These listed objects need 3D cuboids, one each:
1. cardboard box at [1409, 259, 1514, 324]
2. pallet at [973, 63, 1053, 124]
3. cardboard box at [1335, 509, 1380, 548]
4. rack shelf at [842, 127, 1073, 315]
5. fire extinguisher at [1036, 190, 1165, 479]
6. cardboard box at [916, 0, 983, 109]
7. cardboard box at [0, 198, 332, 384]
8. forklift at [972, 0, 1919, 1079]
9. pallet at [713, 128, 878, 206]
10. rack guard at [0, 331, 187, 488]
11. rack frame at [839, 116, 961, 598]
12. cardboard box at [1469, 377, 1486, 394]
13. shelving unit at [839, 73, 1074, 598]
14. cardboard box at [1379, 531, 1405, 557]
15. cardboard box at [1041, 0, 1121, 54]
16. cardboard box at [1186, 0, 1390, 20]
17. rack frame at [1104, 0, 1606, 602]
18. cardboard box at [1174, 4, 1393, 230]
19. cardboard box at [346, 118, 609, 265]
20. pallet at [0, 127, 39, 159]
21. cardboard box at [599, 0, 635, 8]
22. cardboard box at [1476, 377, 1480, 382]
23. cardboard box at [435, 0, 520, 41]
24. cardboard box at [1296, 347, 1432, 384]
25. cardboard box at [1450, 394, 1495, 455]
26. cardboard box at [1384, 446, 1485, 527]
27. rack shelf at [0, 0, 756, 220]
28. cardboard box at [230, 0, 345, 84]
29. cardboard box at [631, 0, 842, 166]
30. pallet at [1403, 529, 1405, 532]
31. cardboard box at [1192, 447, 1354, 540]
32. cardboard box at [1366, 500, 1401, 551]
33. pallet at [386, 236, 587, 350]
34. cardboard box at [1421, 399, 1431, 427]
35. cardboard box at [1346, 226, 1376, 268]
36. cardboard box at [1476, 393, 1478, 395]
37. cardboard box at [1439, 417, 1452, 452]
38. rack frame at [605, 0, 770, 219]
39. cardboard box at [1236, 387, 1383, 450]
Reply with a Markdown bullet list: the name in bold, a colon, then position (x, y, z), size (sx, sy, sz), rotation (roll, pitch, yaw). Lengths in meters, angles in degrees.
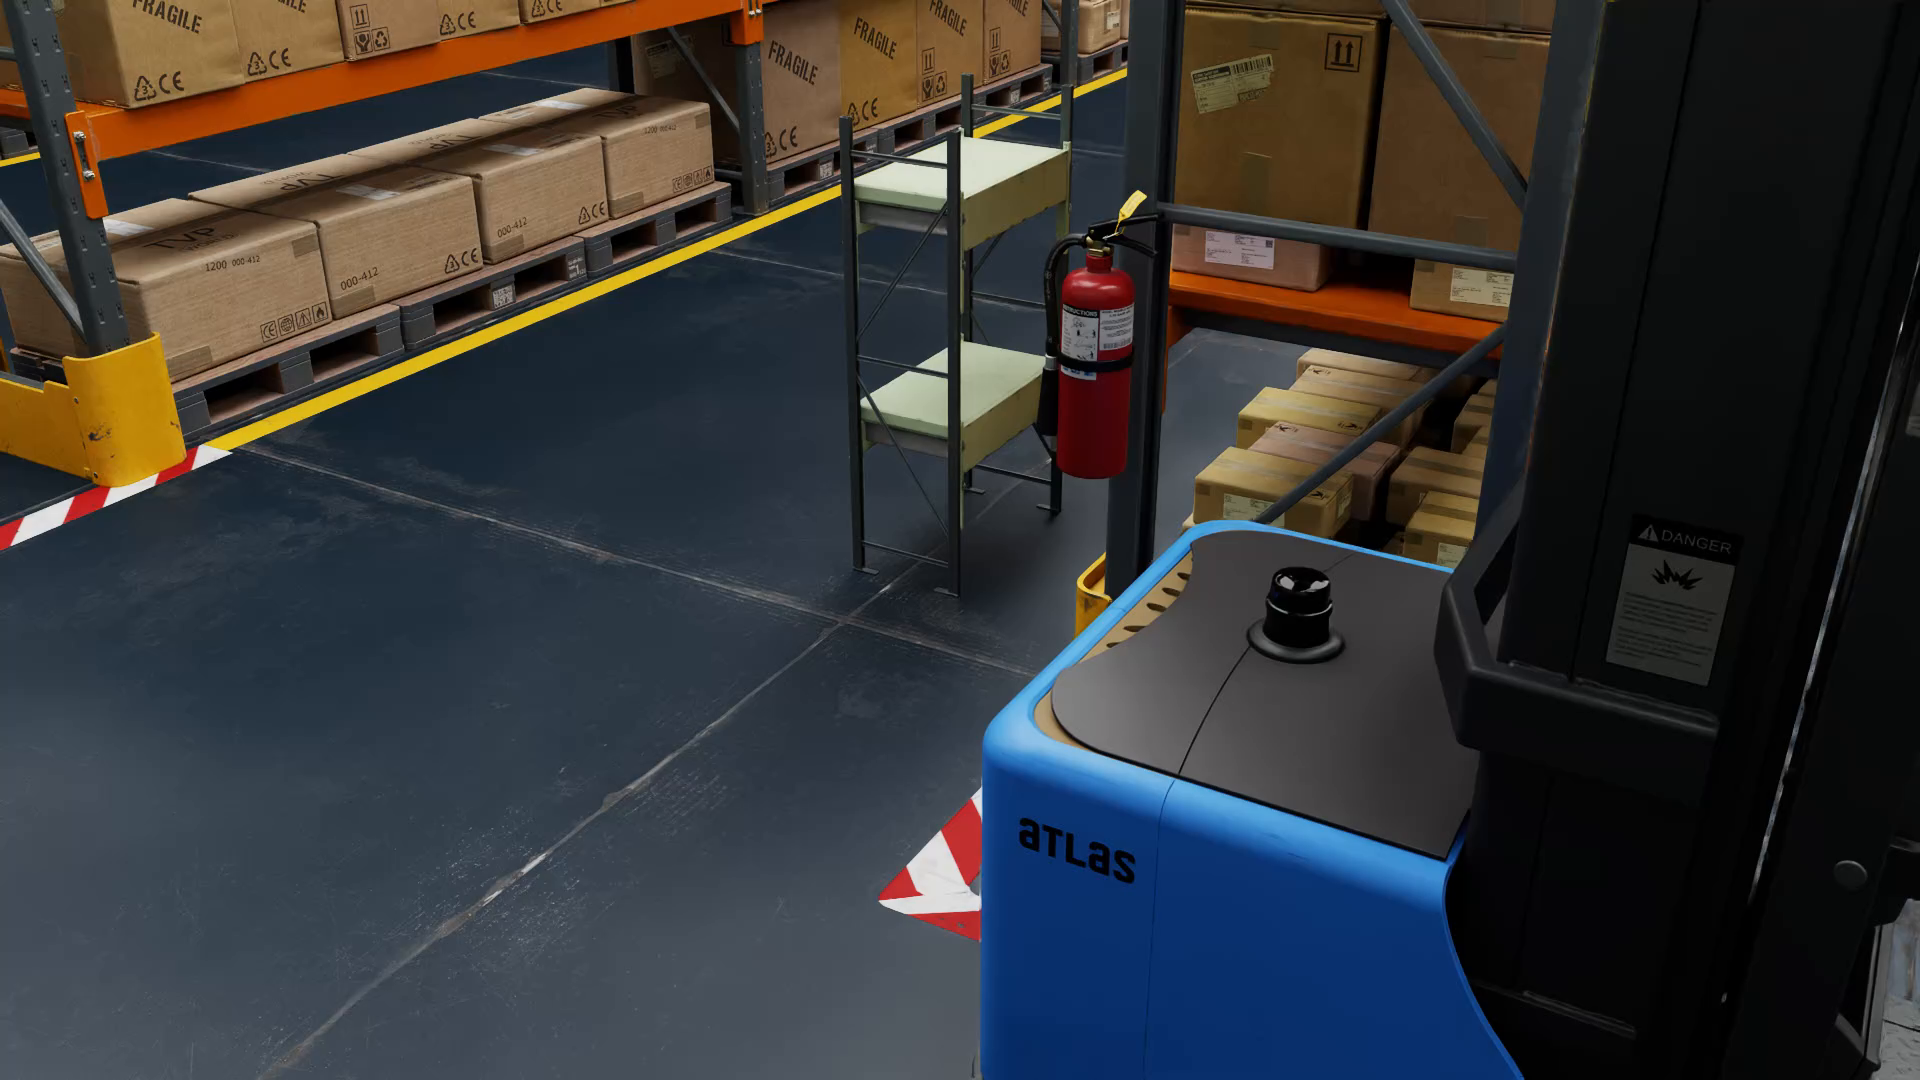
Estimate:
- **cardboard box**: position (1.287, -0.619, 3.916), size (0.380, 0.149, 0.250), rotation (14, 30, 26)
- **pallet**: position (-0.035, -3.308, 12.123), size (1.003, 0.211, 1.213), rotation (14, 30, 26)
- **cardboard box**: position (1.029, -0.082, 4.946), size (0.380, 0.149, 0.250), rotation (13, 30, 25)
- **rack shelf**: position (0.003, -1.022, 5.245), size (0.431, 0.370, 0.720), rotation (14, 30, 26)
- **fire extinguisher**: position (0.317, -0.479, 3.860), size (0.296, 0.674, 0.183), rotation (14, 30, 26)
- **cardboard box**: position (-0.436, -3.486, 11.267), size (0.875, 0.875, 0.875), rotation (15, 30, 27)
- **cardboard box**: position (-3.279, -1.049, 6.888), size (0.875, 0.438, 0.875), rotation (13, 29, 24)
- **forklift**: position (1.557, 0.104, 2.268), size (3.031, 2.935, 1.130), rotation (15, 30, 27)
- **pallet**: position (-1.235, -2.357, 10.223), size (1.003, 0.211, 1.213), rotation (14, 30, 26)
- **rack guard**: position (-3.529, -0.601, 6.392), size (1.175, 0.500, 0.348), rotation (14, 30, 26)
- **rack frame**: position (-0.177, -0.531, 5.135), size (0.400, 1.500, 0.023), rotation (14, 30, 26)
- **cardboard box**: position (1.748, -0.563, 6.240), size (0.380, 0.149, 0.250), rotation (13, 30, 25)
- **shelving unit**: position (0.003, -0.673, 5.419), size (0.431, 1.500, 0.755), rotation (14, 30, 26)
- **cardboard box**: position (1.324, 0.129, 4.525), size (0.380, 0.149, 0.250), rotation (16, 31, 28)
- **cardboard box**: position (0.705, -4.076, 13.009), size (0.950, 0.372, 0.625), rotation (12, 29, 23)
- **cardboard box**: position (0.851, -1.535, 3.905), size (0.500, 0.500, 0.500), rotation (14, 30, 25)
- **rack frame**: position (0.842, -0.677, 3.752), size (1.000, 3.000, 0.127), rotation (14, 30, 26)
- **cardboard box**: position (0.839, -1.087, 4.126), size (0.500, 0.500, 0.500), rotation (15, 30, 27)
- **cardboard box**: position (-2.391, -1.759, 8.306), size (0.875, 0.438, 0.875), rotation (13, 29, 25)
- **pallet**: position (-6.211, -2.864, 11.236), size (1.003, 0.211, 1.213), rotation (14, 30, 26)
- **cardboard box**: position (-1.803, -2.893, 8.066), size (0.500, 0.500, 0.500), rotation (13, 30, 25)
- **cardboard box**: position (1.748, -0.699, 6.179), size (0.380, 0.149, 0.250), rotation (14, 30, 26)
- **cardboard box**: position (-2.309, -2.493, 7.267), size (0.500, 0.500, 0.500), rotation (15, 30, 28)
- **cardboard box**: position (1.339, -0.536, 5.522), size (0.380, 0.149, 0.250), rotation (15, 30, 28)
- **cardboard box**: position (1.712, -0.304, 5.058), size (0.380, 0.149, 0.250), rotation (13, 29, 24)
- **cardboard box**: position (1.427, -0.120, 4.689), size (0.380, 0.149, 0.250), rotation (15, 30, 27)
- **rack shelf**: position (-2.533, -2.186, 7.569), size (1.077, 0.370, 4.000), rotation (14, 30, 26)
- **cardboard box**: position (-2.806, -2.100, 6.482), size (0.500, 0.500, 0.500), rotation (14, 30, 25)
- **cardboard box**: position (-1.314, -2.784, 9.864), size (0.875, 0.875, 0.875), rotation (15, 30, 28)
- **pallet**: position (1.310, 0.231, 5.052), size (1.003, 0.211, 1.213), rotation (14, 30, 26)
- **cardboard box**: position (0.882, -0.118, 4.687), size (0.380, 0.149, 0.250), rotation (15, 30, 27)
- **cardboard box**: position (1.163, -0.048, 5.210), size (0.380, 0.149, 0.250), rotation (14, 30, 26)
- **pallet**: position (-2.591, -1.283, 8.078), size (1.003, 0.211, 1.213), rotation (14, 30, 26)
- **cardboard box**: position (1.351, -0.399, 5.580), size (0.380, 0.149, 0.250), rotation (15, 30, 27)
- **cardboard box**: position (0.912, -0.843, 4.363), size (0.380, 0.149, 0.250), rotation (14, 30, 26)
- **cardboard box**: position (1.917, -0.395, 5.572), size (0.380, 0.149, 0.250), rotation (16, 31, 29)
- **cardboard box**: position (1.496, -0.362, 5.838), size (0.380, 0.149, 0.250), rotation (15, 30, 27)
- **rack frame**: position (-1.549, -3.287, 8.965), size (1.000, 3.000, 0.127), rotation (14, 30, 26)
- **cardboard box**: position (1.073, -0.333, 5.114), size (0.380, 0.149, 0.250), rotation (13, 30, 25)
